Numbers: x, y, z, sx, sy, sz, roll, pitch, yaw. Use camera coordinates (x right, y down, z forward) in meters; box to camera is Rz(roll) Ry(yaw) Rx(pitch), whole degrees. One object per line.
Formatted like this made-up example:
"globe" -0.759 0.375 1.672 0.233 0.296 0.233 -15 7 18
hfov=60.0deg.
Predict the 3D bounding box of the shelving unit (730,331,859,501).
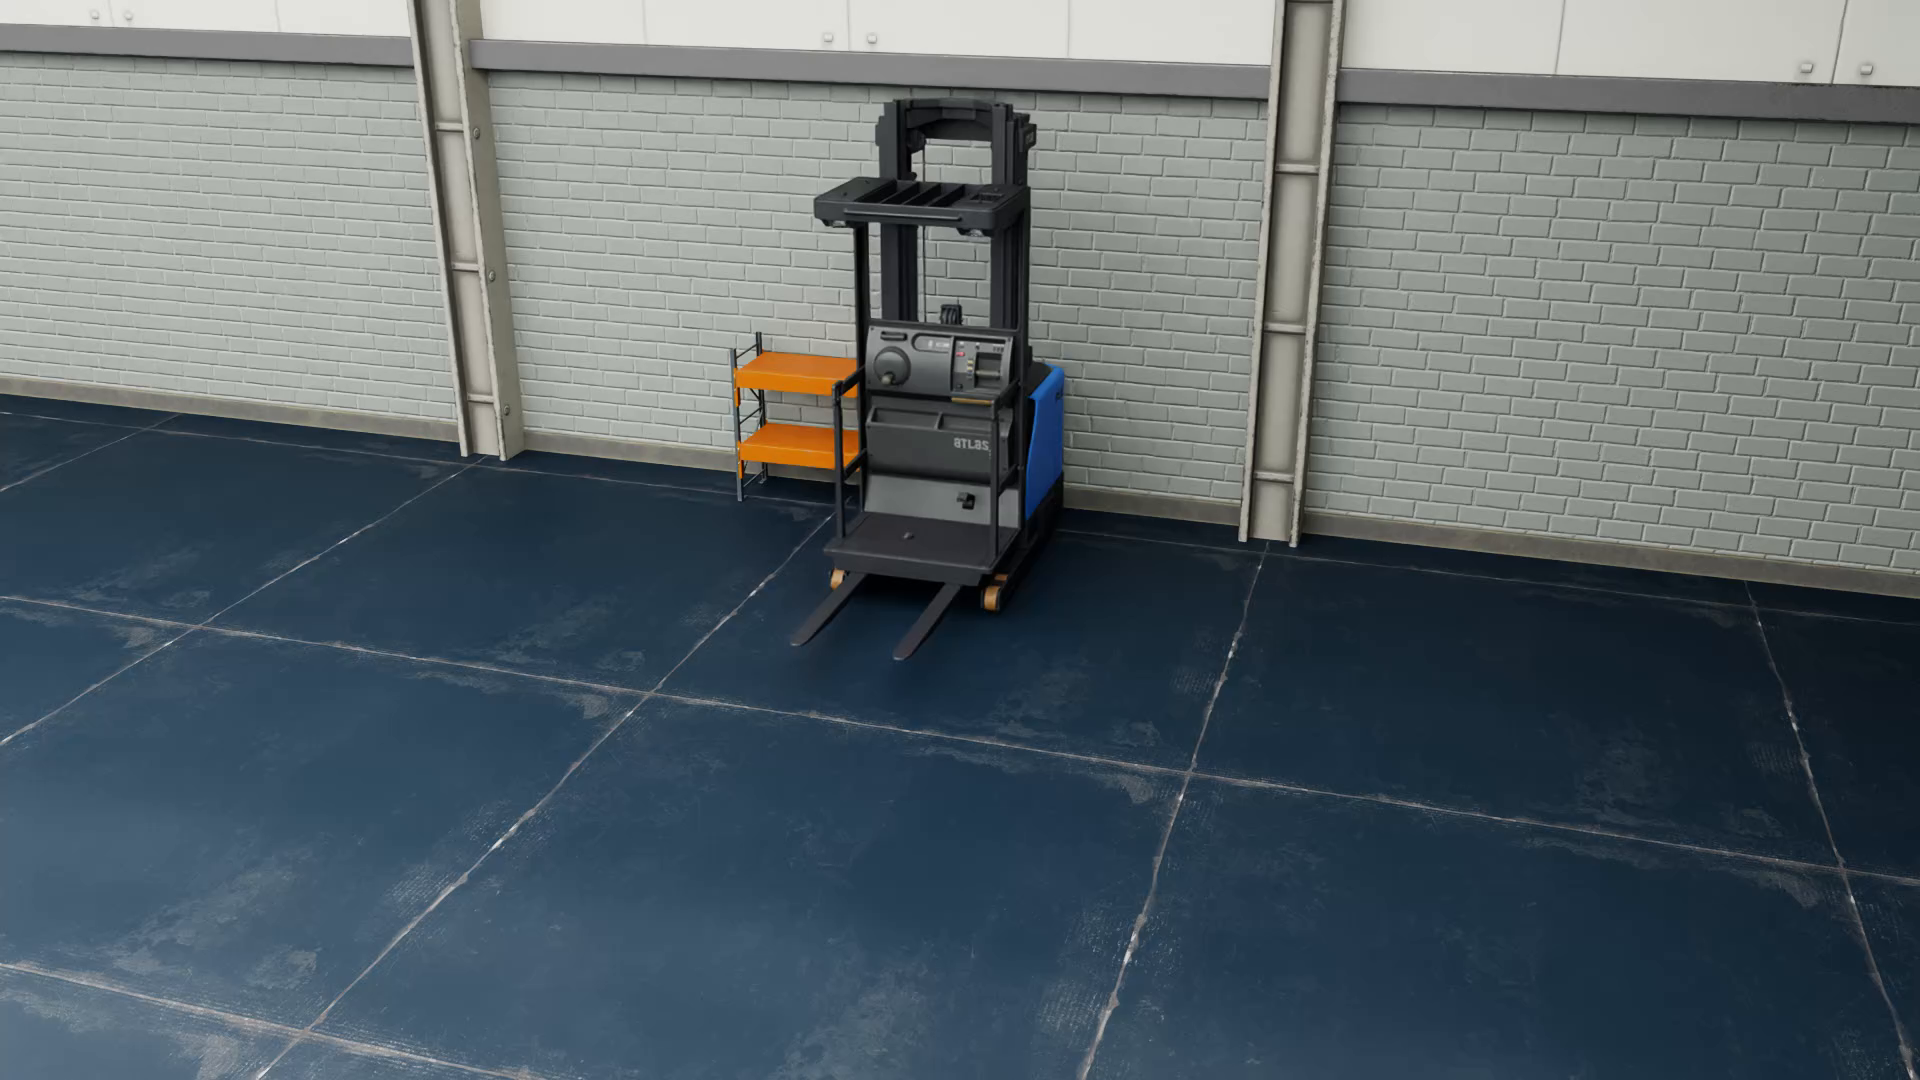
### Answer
"shelving unit" -1.024 -0.836 11.826 1.048 1.125 0.538 6 23 15

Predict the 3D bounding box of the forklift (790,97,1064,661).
"forklift" -0.190 -1.081 10.043 1.130 2.935 3.031 7 23 16

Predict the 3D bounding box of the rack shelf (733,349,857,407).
"rack shelf" -1.024 -1.107 11.715 1.000 0.278 0.538 6 23 15

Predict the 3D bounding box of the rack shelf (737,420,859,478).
"rack shelf" -1.024 -0.610 11.919 1.000 0.278 0.538 6 23 15

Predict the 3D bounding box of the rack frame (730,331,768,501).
"rack frame" -1.512 -0.890 11.958 0.032 1.125 0.500 6 23 15

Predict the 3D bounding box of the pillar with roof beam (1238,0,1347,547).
"pillar with roof beam" 0.874 -2.628 5.818 0.400 9.000 9.100 7 23 16

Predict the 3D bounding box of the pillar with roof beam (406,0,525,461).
"pillar with roof beam" -4.871 -3.285 7.422 0.400 9.000 9.100 7 23 16
